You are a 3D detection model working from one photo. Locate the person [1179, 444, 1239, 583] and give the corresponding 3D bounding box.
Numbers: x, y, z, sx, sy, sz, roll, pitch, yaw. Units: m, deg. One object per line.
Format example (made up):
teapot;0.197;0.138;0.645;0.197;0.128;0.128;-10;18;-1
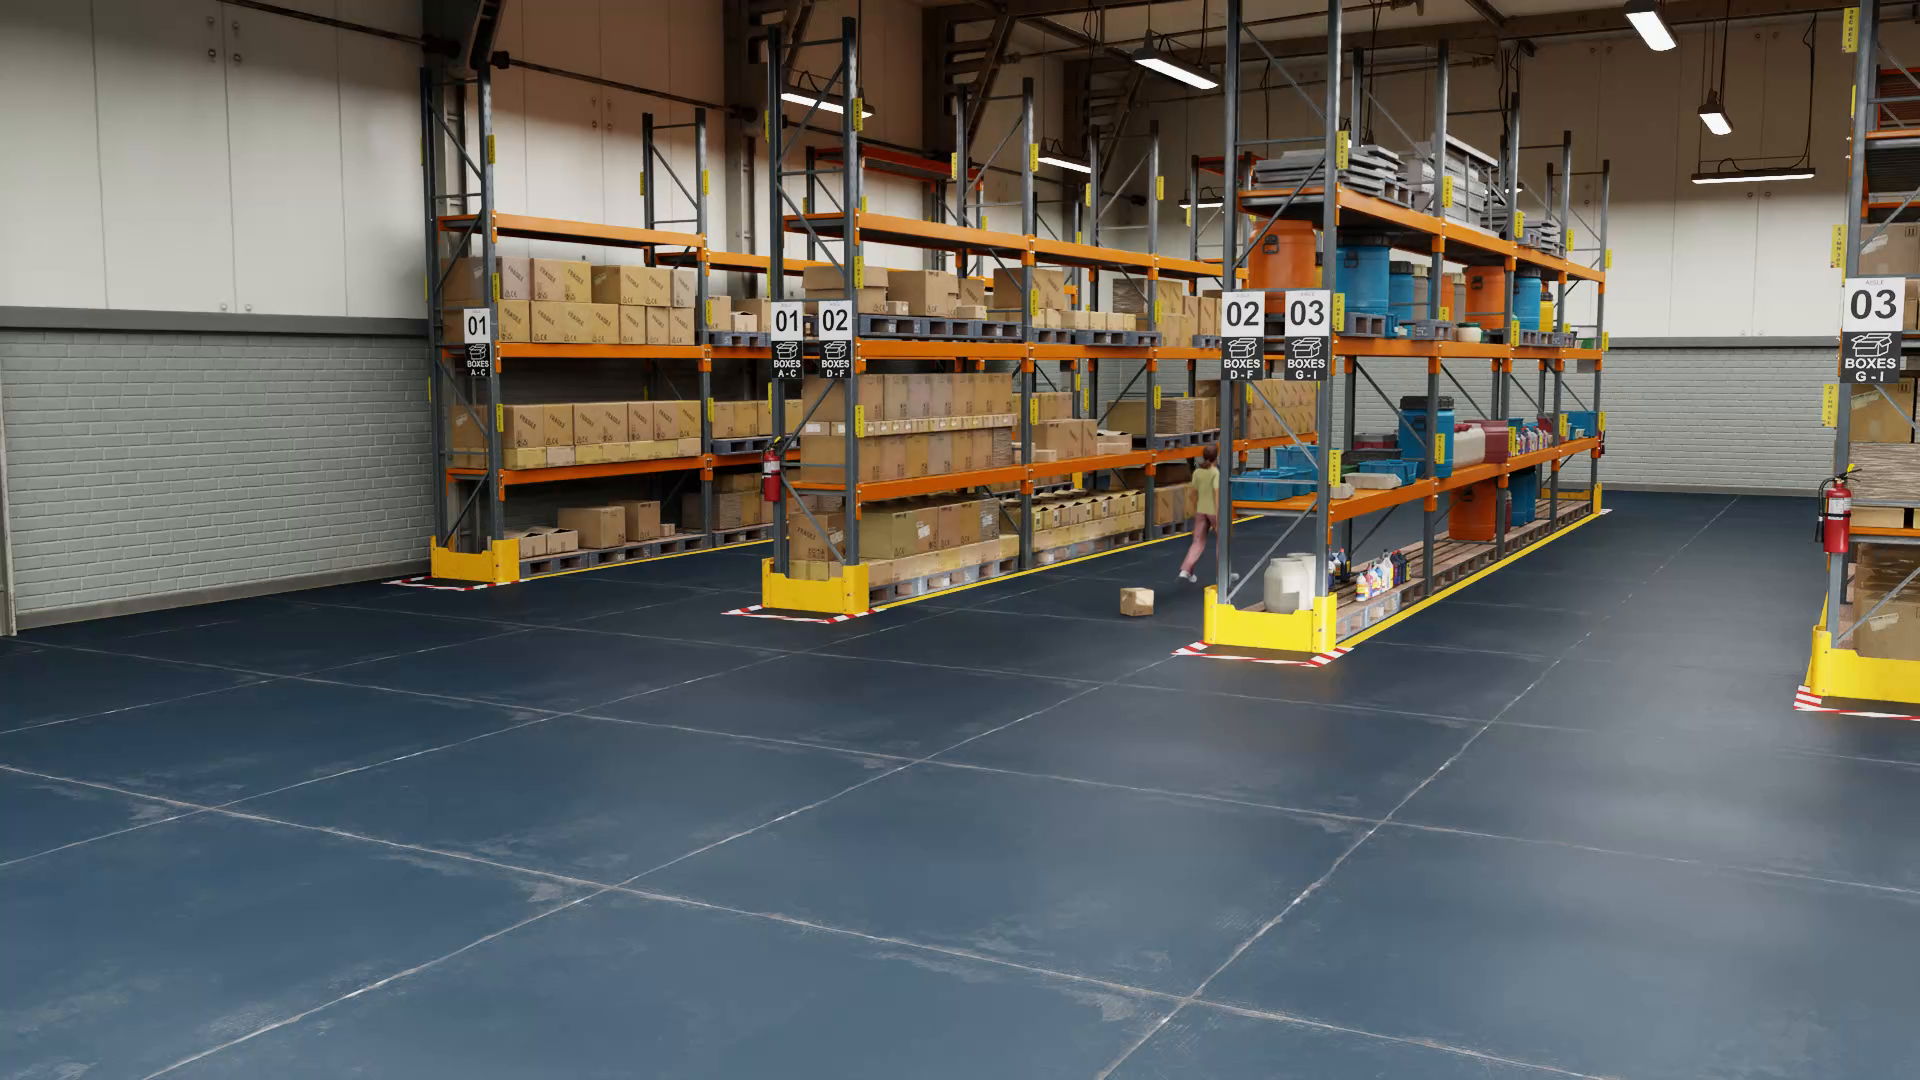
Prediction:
person;2.854;-0.284;19.081;0.460;1.618;0.999;5;8;39
